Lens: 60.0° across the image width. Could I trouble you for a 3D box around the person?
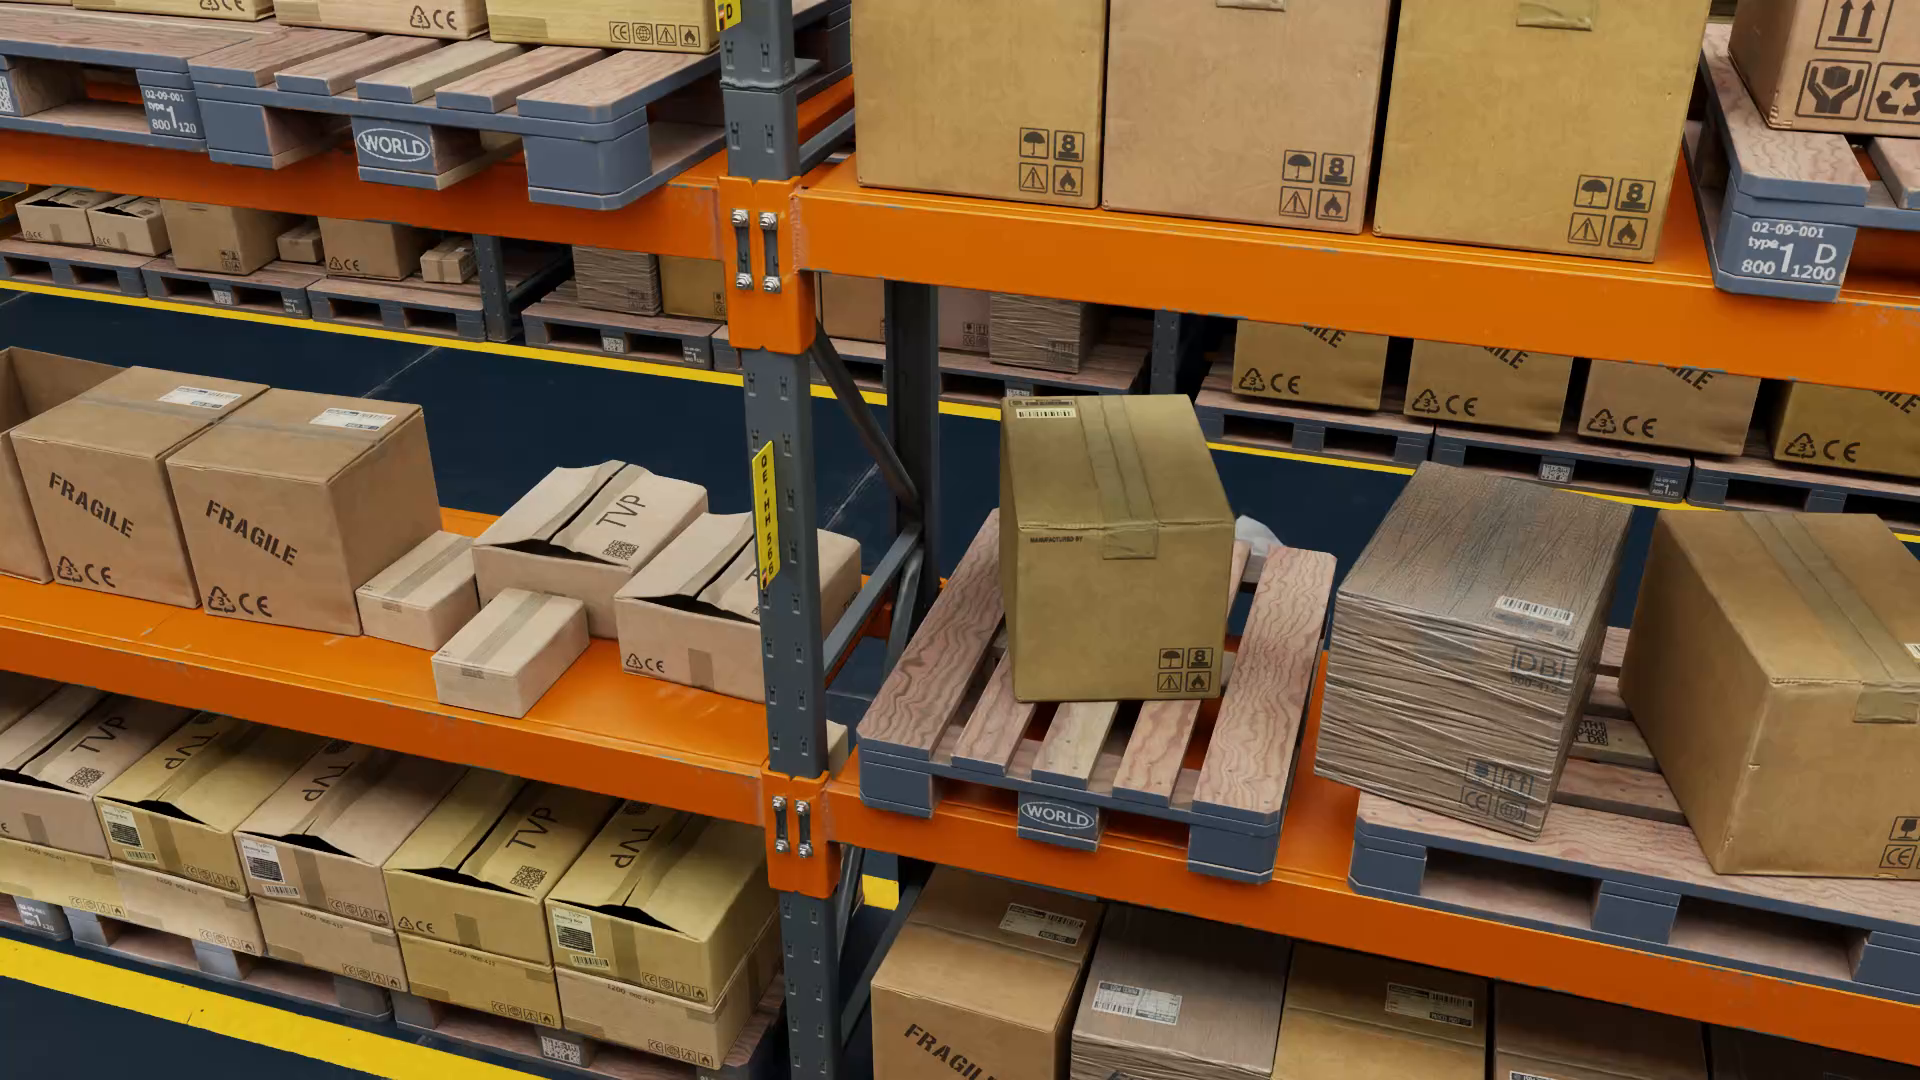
[{"bbox_3d":[0.769,0.118,6.078,0.717,1.515,0.411,8,30,14],"label":"person"}]
